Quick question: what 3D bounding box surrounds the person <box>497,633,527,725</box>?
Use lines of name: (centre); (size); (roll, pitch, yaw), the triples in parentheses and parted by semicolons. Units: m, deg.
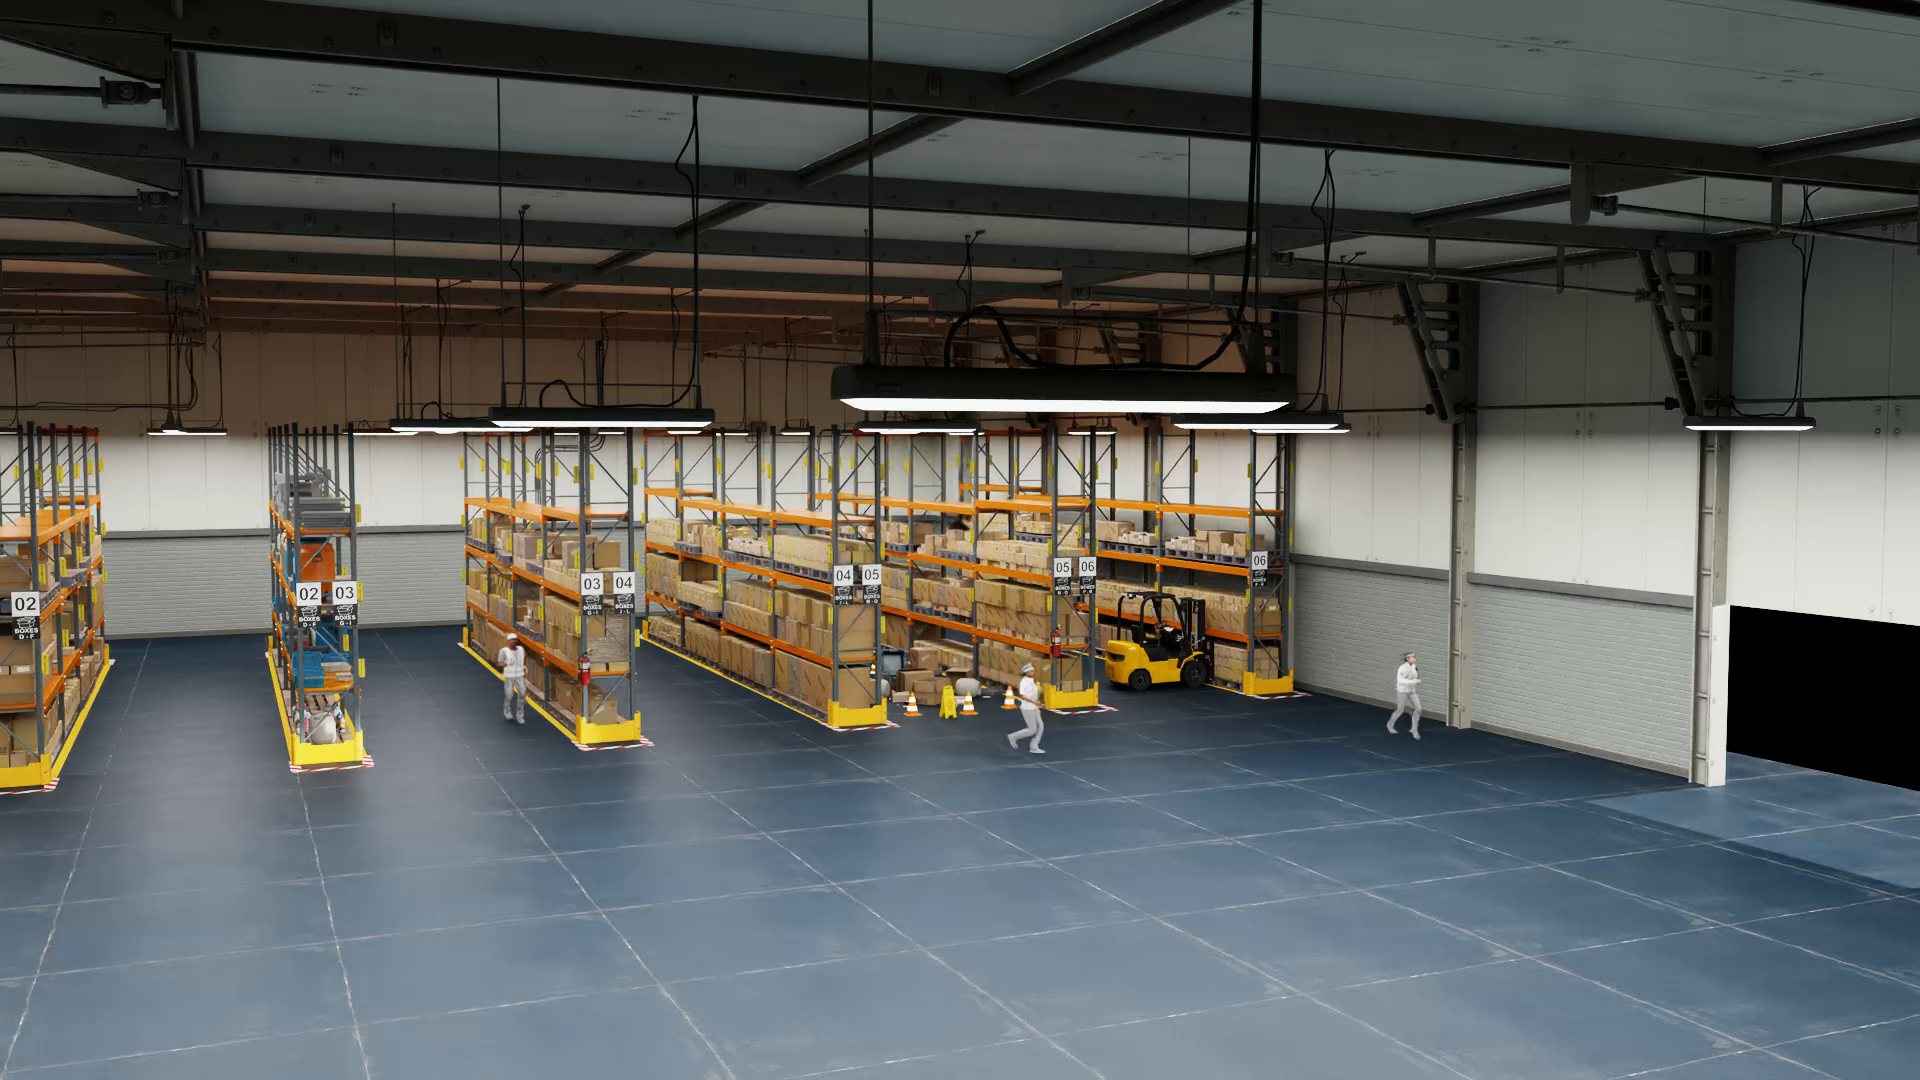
person: (-8.965, 2.786, 33.418); (0.654, 1.835, 0.735); (-2, 4, -31)

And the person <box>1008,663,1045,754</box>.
person: (1.224, 3.048, 30.194); (0.672, 1.654, 0.579); (1, 4, 14)

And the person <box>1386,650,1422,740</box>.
person: (8.510, 2.944, 31.827); (0.638, 1.729, 0.831); (-2, 4, -35)
